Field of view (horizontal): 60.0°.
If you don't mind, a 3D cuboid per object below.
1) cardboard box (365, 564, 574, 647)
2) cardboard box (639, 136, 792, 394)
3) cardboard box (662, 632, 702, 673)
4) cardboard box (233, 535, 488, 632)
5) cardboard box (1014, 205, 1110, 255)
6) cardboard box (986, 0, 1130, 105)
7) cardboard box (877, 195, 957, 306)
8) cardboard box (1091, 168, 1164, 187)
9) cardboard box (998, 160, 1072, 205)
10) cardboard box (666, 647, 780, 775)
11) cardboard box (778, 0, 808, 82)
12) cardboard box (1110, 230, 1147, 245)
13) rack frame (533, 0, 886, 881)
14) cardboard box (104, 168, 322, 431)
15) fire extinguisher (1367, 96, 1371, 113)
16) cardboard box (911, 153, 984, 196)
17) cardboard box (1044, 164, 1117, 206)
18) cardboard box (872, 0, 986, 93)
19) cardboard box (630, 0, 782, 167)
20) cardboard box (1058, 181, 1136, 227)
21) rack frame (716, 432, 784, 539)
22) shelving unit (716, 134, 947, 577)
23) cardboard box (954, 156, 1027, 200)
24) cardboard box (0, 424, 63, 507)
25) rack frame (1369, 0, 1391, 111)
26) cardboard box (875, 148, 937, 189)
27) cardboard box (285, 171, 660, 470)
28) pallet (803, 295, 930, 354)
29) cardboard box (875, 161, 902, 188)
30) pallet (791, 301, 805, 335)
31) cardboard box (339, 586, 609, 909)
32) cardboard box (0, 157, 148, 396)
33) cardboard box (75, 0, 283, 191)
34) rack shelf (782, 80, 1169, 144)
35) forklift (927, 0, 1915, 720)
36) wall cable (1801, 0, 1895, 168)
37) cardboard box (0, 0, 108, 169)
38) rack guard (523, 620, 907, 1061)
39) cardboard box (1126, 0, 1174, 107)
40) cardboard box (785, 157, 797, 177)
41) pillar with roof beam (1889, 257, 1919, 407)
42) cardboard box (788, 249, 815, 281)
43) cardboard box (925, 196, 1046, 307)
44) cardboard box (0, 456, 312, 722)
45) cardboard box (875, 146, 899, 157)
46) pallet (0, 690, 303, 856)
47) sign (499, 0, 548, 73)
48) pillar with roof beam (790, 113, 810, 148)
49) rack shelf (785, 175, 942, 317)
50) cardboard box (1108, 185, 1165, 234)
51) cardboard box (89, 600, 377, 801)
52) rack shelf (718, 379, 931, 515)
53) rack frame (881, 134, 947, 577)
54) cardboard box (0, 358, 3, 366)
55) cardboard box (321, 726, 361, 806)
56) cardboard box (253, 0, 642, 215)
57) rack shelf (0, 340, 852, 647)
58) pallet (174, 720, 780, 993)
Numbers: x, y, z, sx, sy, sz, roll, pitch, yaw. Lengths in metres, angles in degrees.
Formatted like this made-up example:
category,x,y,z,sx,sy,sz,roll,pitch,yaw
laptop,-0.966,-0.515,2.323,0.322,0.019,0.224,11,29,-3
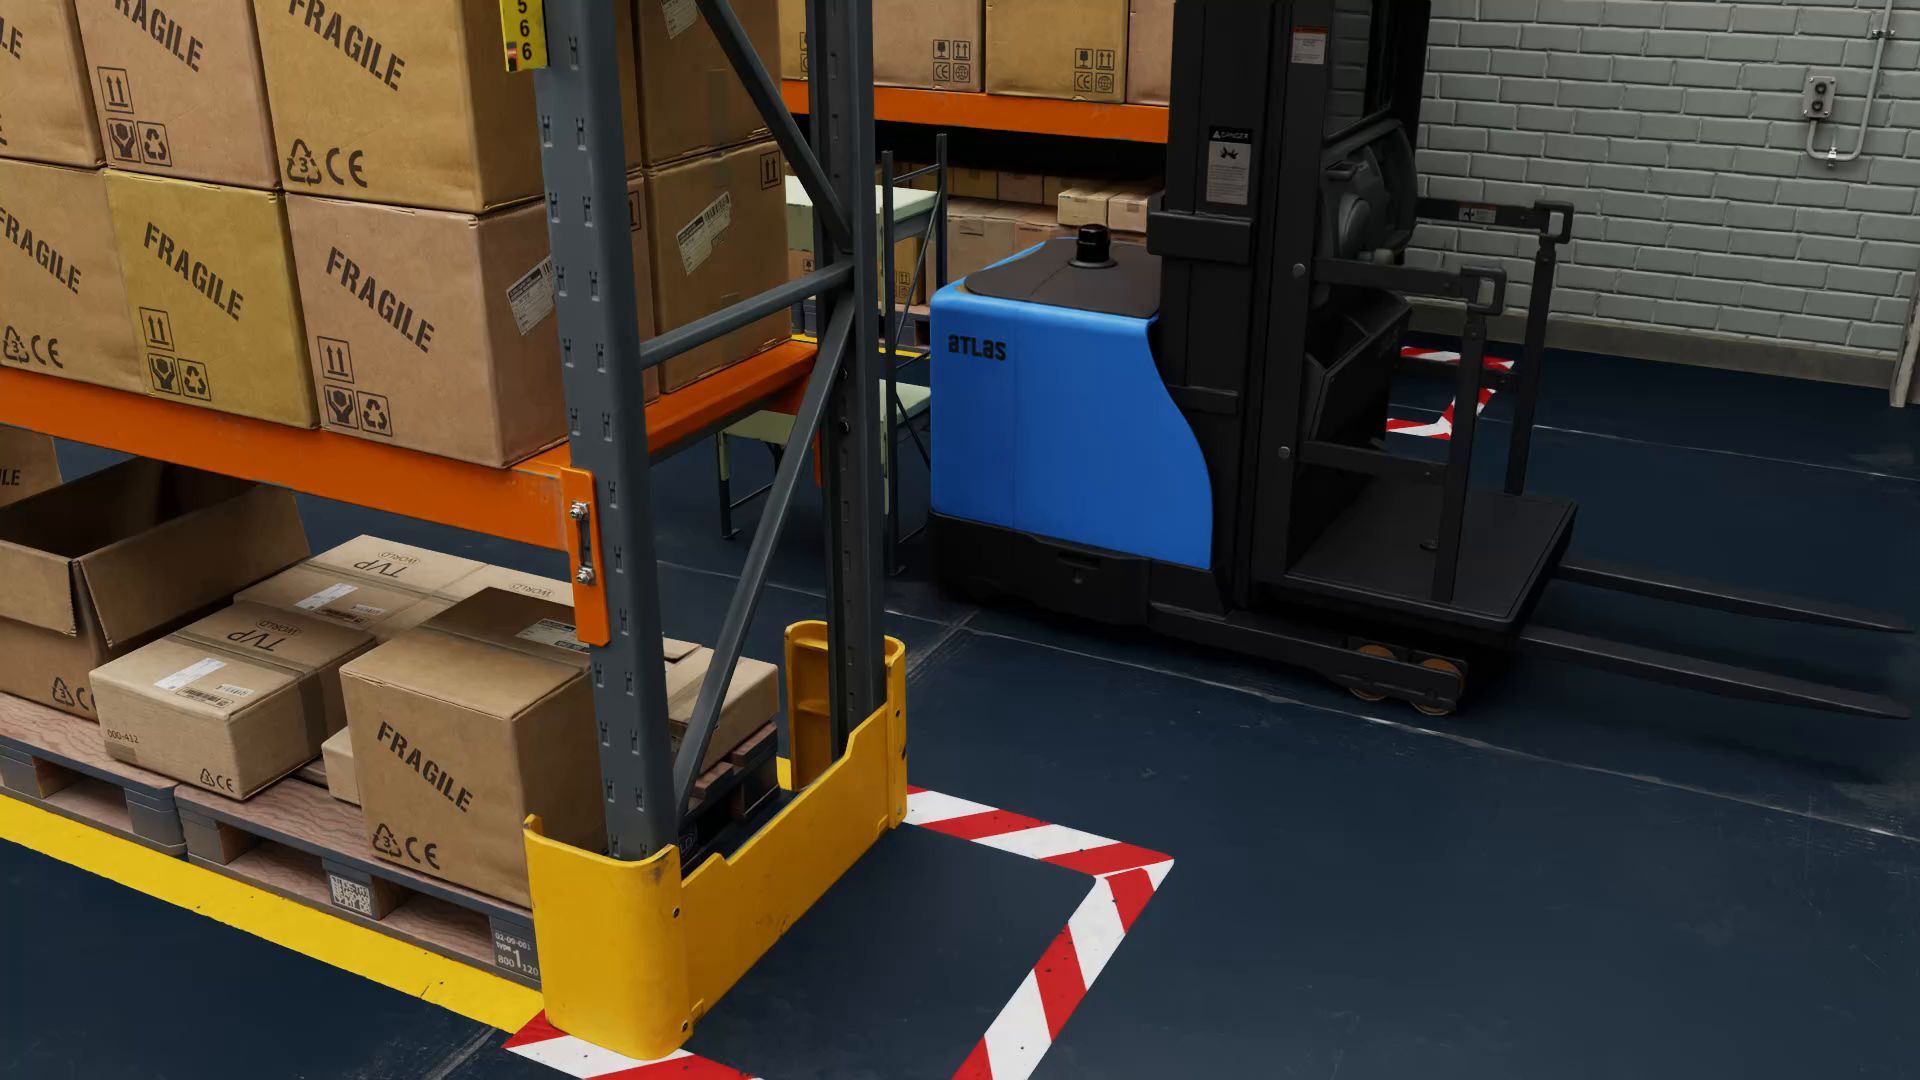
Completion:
category,x,y,z,sx,sy,sz,roll,pitch,yaw
cardboard box,-1.273,0.314,4.629,0.500,0.250,0.500,11,25,25
cardboard box,-0.747,-0.682,3.892,0.500,0.500,0.500,12,26,26
cardboard box,-0.911,0.398,4.539,0.250,0.166,0.380,11,25,25
cardboard box,-1.719,0.226,4.837,0.500,0.250,0.500,11,25,25
cardboard box,0.646,-1.416,8.404,0.500,0.500,0.700,11,25,24
cardboard box,0.648,-2.545,8.019,0.700,0.700,0.980,11,25,24
cardboard box,-0.283,-1.596,8.828,0.500,0.500,0.700,12,26,26
cardboard box,0.842,-1.763,8.391,0.250,0.149,0.380,11,26,25
cardboard box,0.391,-1.852,8.601,0.250,0.149,0.380,12,26,25
cardboard box,-0.688,0.450,4.439,0.250,0.149,0.380,11,25,25
cardboard box,-0.682,-2.808,8.637,0.700,0.700,0.980,11,25,23
cardboard box,1.092,-1.328,8.196,0.500,0.500,0.700,11,25,25
rack frame,-0.470,-0.465,3.511,0.127,3.000,1.000,11,25,25
cardboard box,-1.457,-0.586,3.667,0.500,0.500,0.500,11,26,25
fire extinguisher,1.688,-1.801,7.227,0.183,0.674,0.296,11,25,25
cardboard box,-0.064,-1.942,8.812,0.250,0.149,0.380,11,25,24
cardboard box,0.618,-1.807,8.496,0.250,0.149,0.380,11,26,25
cardboard box,-0.028,-2.683,8.343,0.700,0.700,0.980,10,25,22
cardboard box,-0.747,-1.142,3.697,0.500,0.500,0.500,12,26,26
cardboard box,0.667,-1.630,8.079,0.250,0.149,0.380,12,26,26
rack frame,-0.793,-0.764,6.130,0.023,1.500,0.400,12,26,26
shelving unit,-0.471,-0.696,5.970,0.755,1.500,0.431,12,26,26
cardboard box,0.162,-1.897,8.707,0.250,0.149,0.380,11,26,25
cardboard box,-3.403,-0.222,5.571,0.500,0.500,0.500,11,25,25
rack frame,1.762,-2.196,7.581,0.127,3.000,1.000,11,25,25
cardboard box,-0.295,-1.987,8.919,0.250,0.149,0.380,11,26,25
cardboard box,-0.992,-0.495,3.454,0.500,0.500,0.500,12,26,26
pallet,-0.072,-1.242,8.902,1.213,0.211,1.003,11,25,25
cardboard box,-0.497,-1.860,8.618,0.250,0.149,0.380,10,25,23
pallet,-1.164,-1.457,9.407,1.213,0.211,1.003,11,25,25
cardboard box,-1.066,0.473,3.938,0.500,0.500,0.500,11,25,25
cardboard box,-1.900,-0.676,3.878,0.500,0.500,0.500,11,26,25
cardboard box,-1.442,-1.043,3.464,0.500,0.500,0.500,12,26,26
rack shelf,-0.023,-2.218,8.552,4.000,0.370,1.077,11,25,25
forklift,1.427,-1.058,4.992,3.031,2.935,1.130,12,26,26
wall cable,3.332,-2.768,7.627,1.851,1.984,0.084,11,25,25
cardboard box,-1.907,-1.133,3.675,0.500,0.500,0.500,12,26,26
rack guard,-0.538,0.672,4.032,0.348,0.500,1.175,11,25,25
cardboard box,1.302,-2.421,7.726,0.700,0.700,0.980,12,26,27
cardboard box,-0.963,-1.952,8.835,0.250,0.149,0.380,12,26,26
pillar with roof beam,2.619,-3.279,2.461,0.400,9.000,9.100,11,25,25
cardboard box,-0.740,-1.688,9.043,0.500,0.500,0.700,11,25,24
cardboard box,0.196,-1.505,8.612,0.500,0.500,0.700,10,25,23
cardboard box,-2.360,0.105,4.799,0.637,0.503,0.797,11,25,25
cardboard box,-0.520,-2.032,9.024,0.250,0.149,0.380,10,25,23
pallet,-2.334,0.448,4.926,1.213,0.211,1.003,11,25,25
sign,-0.738,-0.953,2.775,0.005,0.325,0.100,11,25,25
pillar with roof beam,-2.735,-4.338,4.952,0.400,9.000,9.100,11,25,25
rack shelf,-0.471,-1.055,5.817,0.720,0.370,0.431,12,26,26
cardboard box,0.895,-1.585,7.973,0.250,0.149,0.380,11,25,24
cardboard box,-1.900,0.409,4.406,0.500,0.250,0.500,11,25,25
rack shelf,-0.471,-0.396,6.097,0.720,0.370,0.431,12,26,26
rack frame,-0.149,-0.628,5.809,0.023,1.500,0.400,12,26,26
cardboard box,-2.349,-0.765,4.087,0.500,0.500,0.500,11,25,24
cardboard box,-1.387,0.523,4.245,0.250,0.166,0.380,11,25,25
cardboard box,-0.991,-0.954,3.255,0.500,0.500,0.500,11,25,24
rack shelf,-2.255,-0.487,4.482,4.000,0.370,1.077,11,25,25
pallet,-1.249,0.664,4.419,1.213,0.211,1.003,11,25,25
